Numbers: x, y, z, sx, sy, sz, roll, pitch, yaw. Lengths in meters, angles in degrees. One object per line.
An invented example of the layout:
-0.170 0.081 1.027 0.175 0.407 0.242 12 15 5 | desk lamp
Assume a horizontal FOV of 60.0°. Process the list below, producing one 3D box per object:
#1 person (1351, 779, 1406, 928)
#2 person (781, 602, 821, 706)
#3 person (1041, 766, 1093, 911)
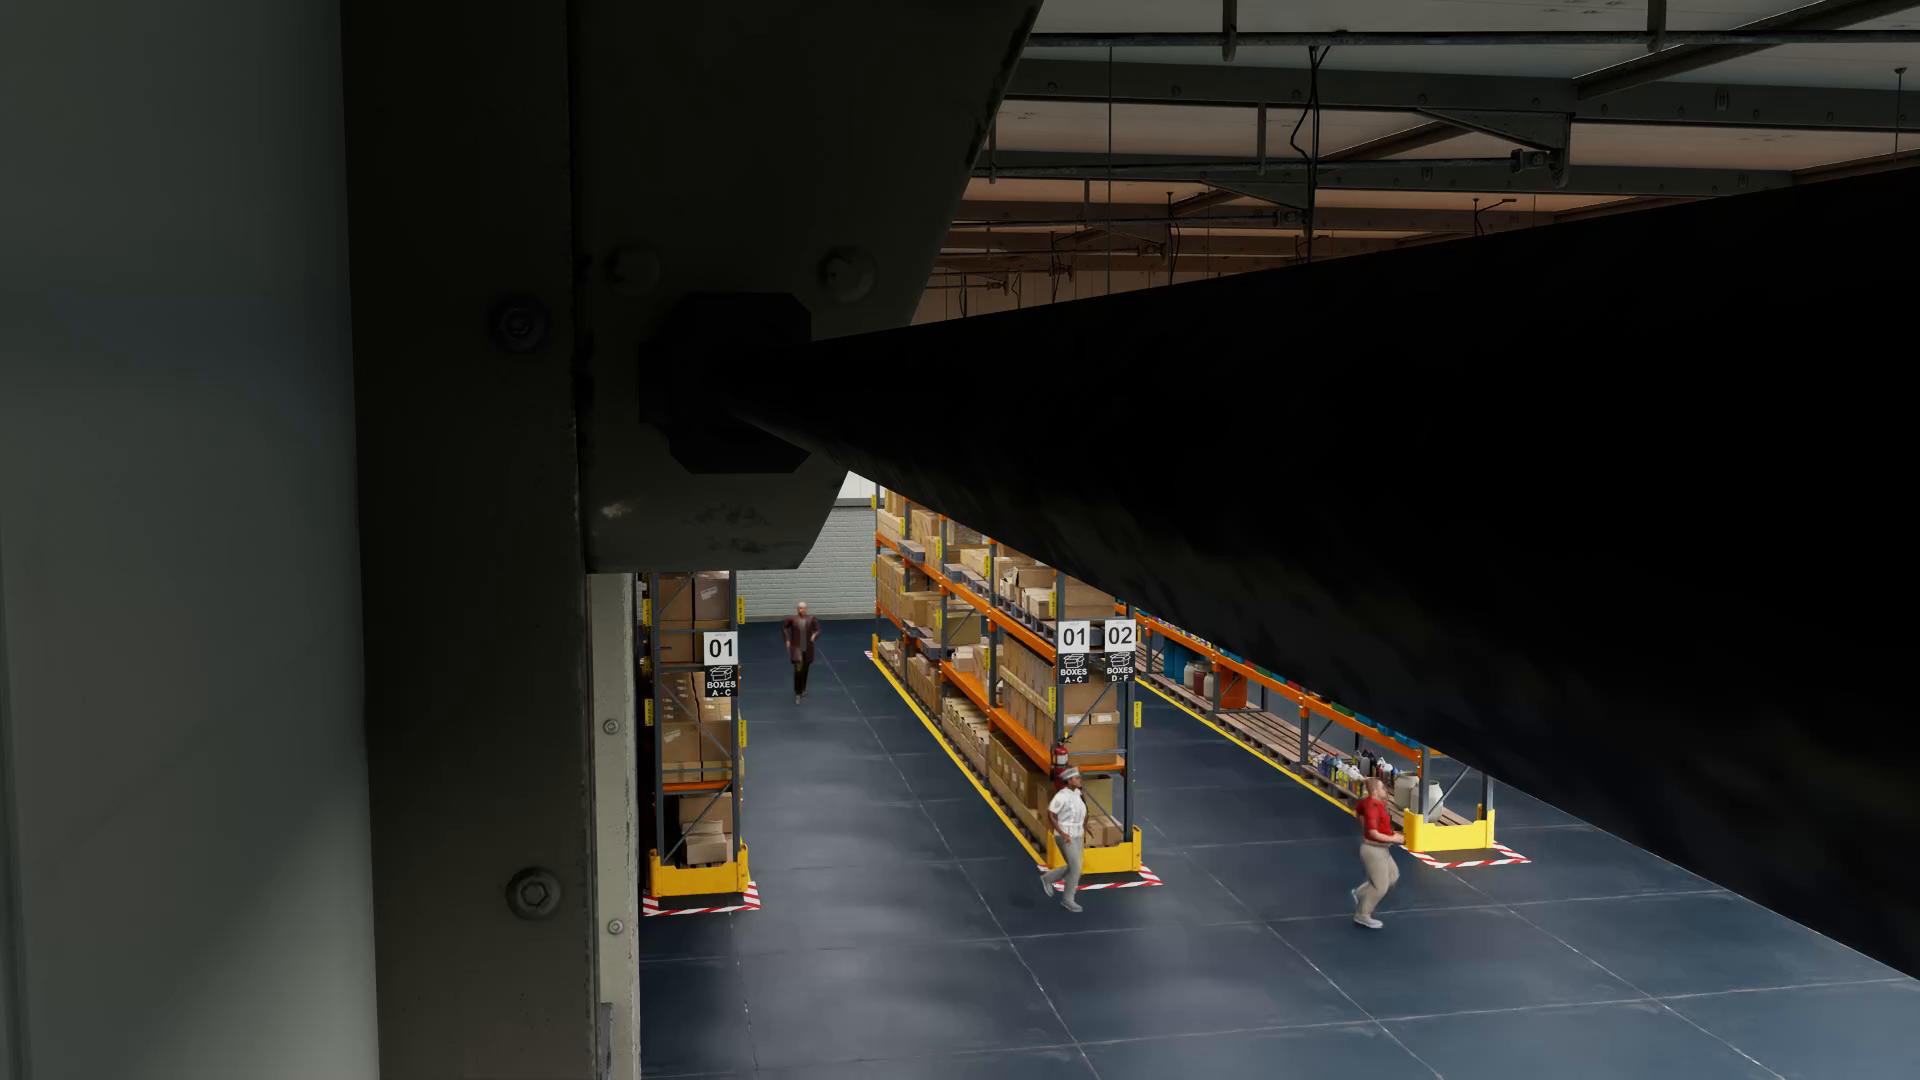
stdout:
4.764 3.549 18.905 0.579 1.697 0.716 1 6 11 | person
-2.875 2.073 30.429 0.692 1.885 0.800 -2 6 -17 | person
1.273 3.504 19.688 0.576 1.663 0.625 4 7 33 | person
